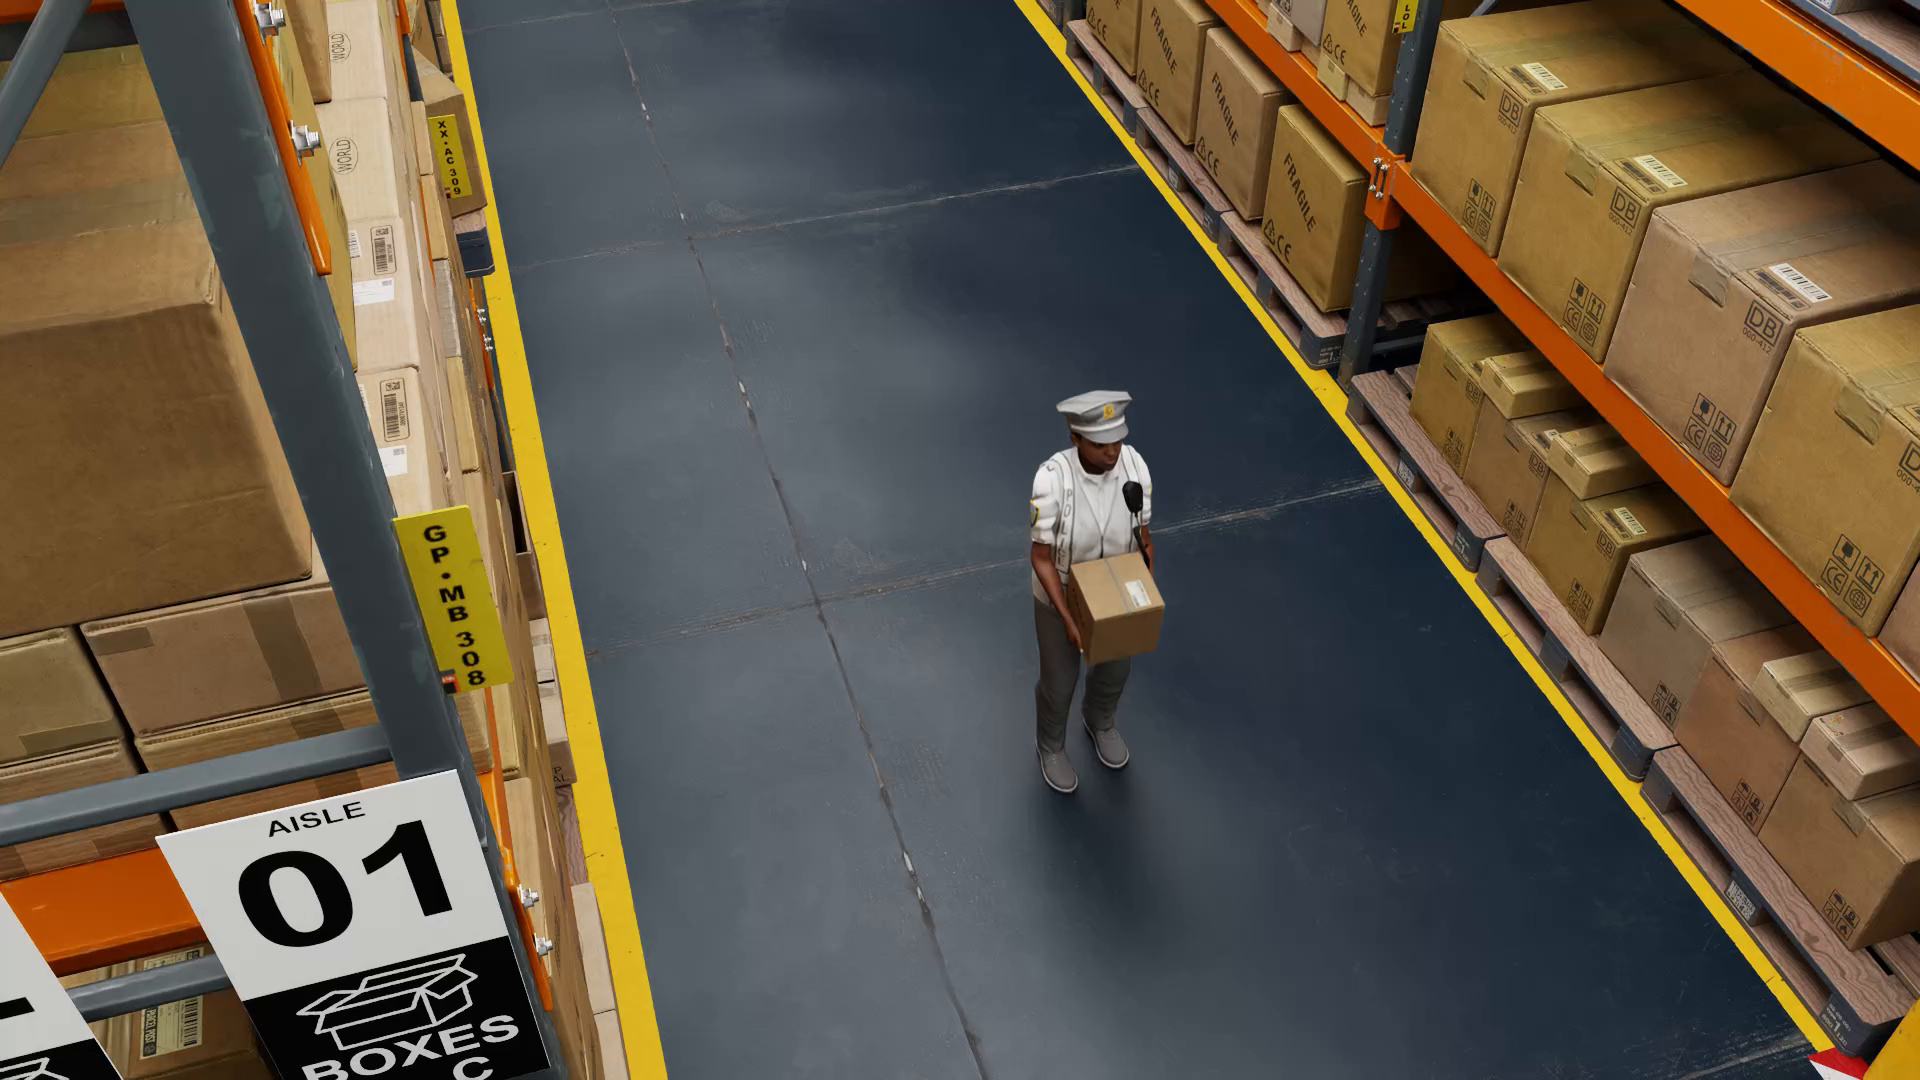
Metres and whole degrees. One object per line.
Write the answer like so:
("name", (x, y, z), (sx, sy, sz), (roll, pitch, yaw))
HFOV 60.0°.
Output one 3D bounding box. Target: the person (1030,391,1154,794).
("person", (0.470, 0.222, 5.900), (0.450, 1.688, 0.534), (-11, 44, -12))
